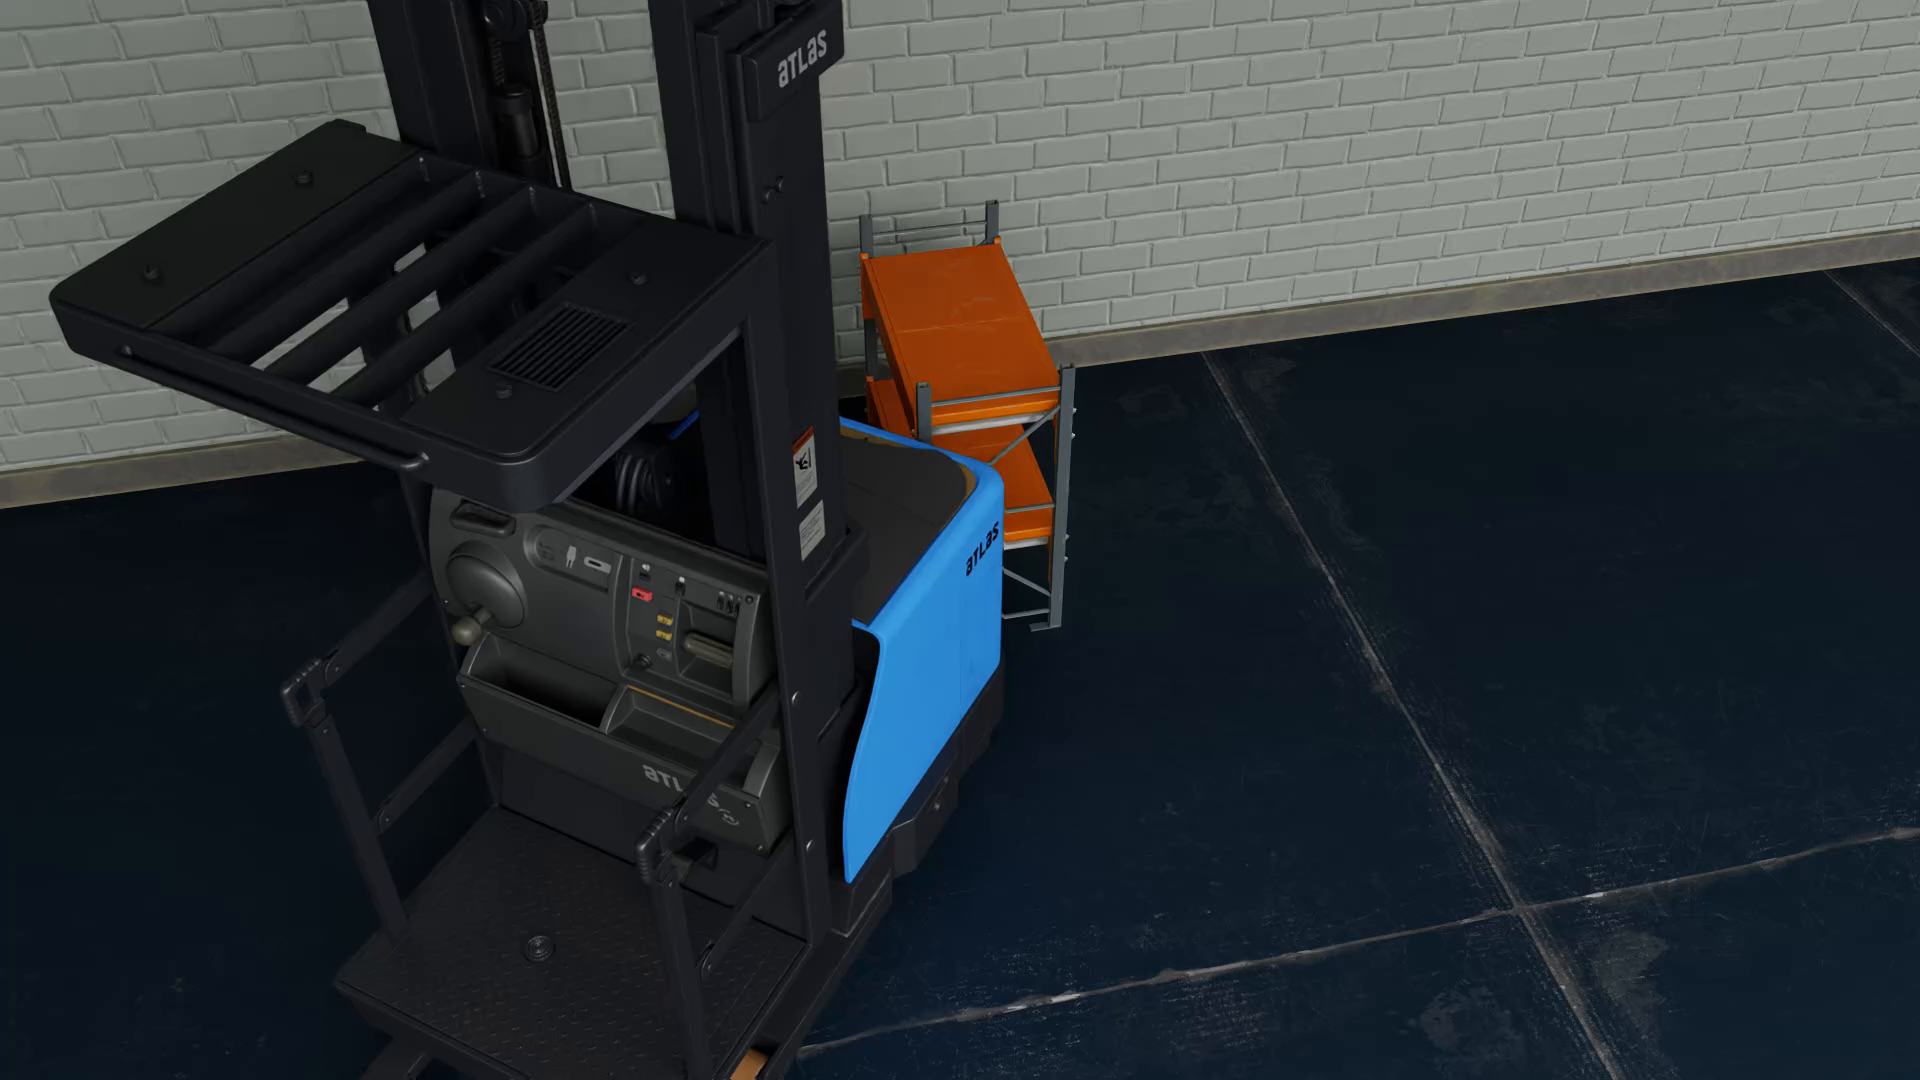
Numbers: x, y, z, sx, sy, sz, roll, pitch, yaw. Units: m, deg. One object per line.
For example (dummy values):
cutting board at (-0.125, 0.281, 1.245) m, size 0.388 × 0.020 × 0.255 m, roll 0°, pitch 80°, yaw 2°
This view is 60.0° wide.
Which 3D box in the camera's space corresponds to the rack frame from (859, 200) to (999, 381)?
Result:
rack frame at (-0.108, -0.746, 6.243) m, size 0.500 × 1.125 × 0.032 m, roll -8°, pitch 42°, yaw -9°

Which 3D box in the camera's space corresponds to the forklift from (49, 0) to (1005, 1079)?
forklift at (-0.971, 0.221, 3.793) m, size 1.130 × 2.935 × 3.031 m, roll 19°, pitch 45°, yaw 20°

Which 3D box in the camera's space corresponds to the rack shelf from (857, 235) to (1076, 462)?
rack shelf at (0.001, -0.635, 5.677) m, size 0.538 × 0.278 × 1.000 m, roll -8°, pitch 42°, yaw -9°

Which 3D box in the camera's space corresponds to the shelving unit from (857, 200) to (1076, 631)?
shelving unit at (0.001, -0.416, 5.872) m, size 0.538 × 1.125 × 1.048 m, roll -8°, pitch 42°, yaw -9°

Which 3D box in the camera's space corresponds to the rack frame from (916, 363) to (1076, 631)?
rack frame at (0.111, -0.087, 5.500) m, size 0.500 × 1.125 × 0.032 m, roll -8°, pitch 42°, yaw -9°

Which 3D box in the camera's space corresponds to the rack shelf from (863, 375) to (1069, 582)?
rack shelf at (0.001, -0.233, 6.034) m, size 0.538 × 0.278 × 1.000 m, roll -8°, pitch 42°, yaw -9°
